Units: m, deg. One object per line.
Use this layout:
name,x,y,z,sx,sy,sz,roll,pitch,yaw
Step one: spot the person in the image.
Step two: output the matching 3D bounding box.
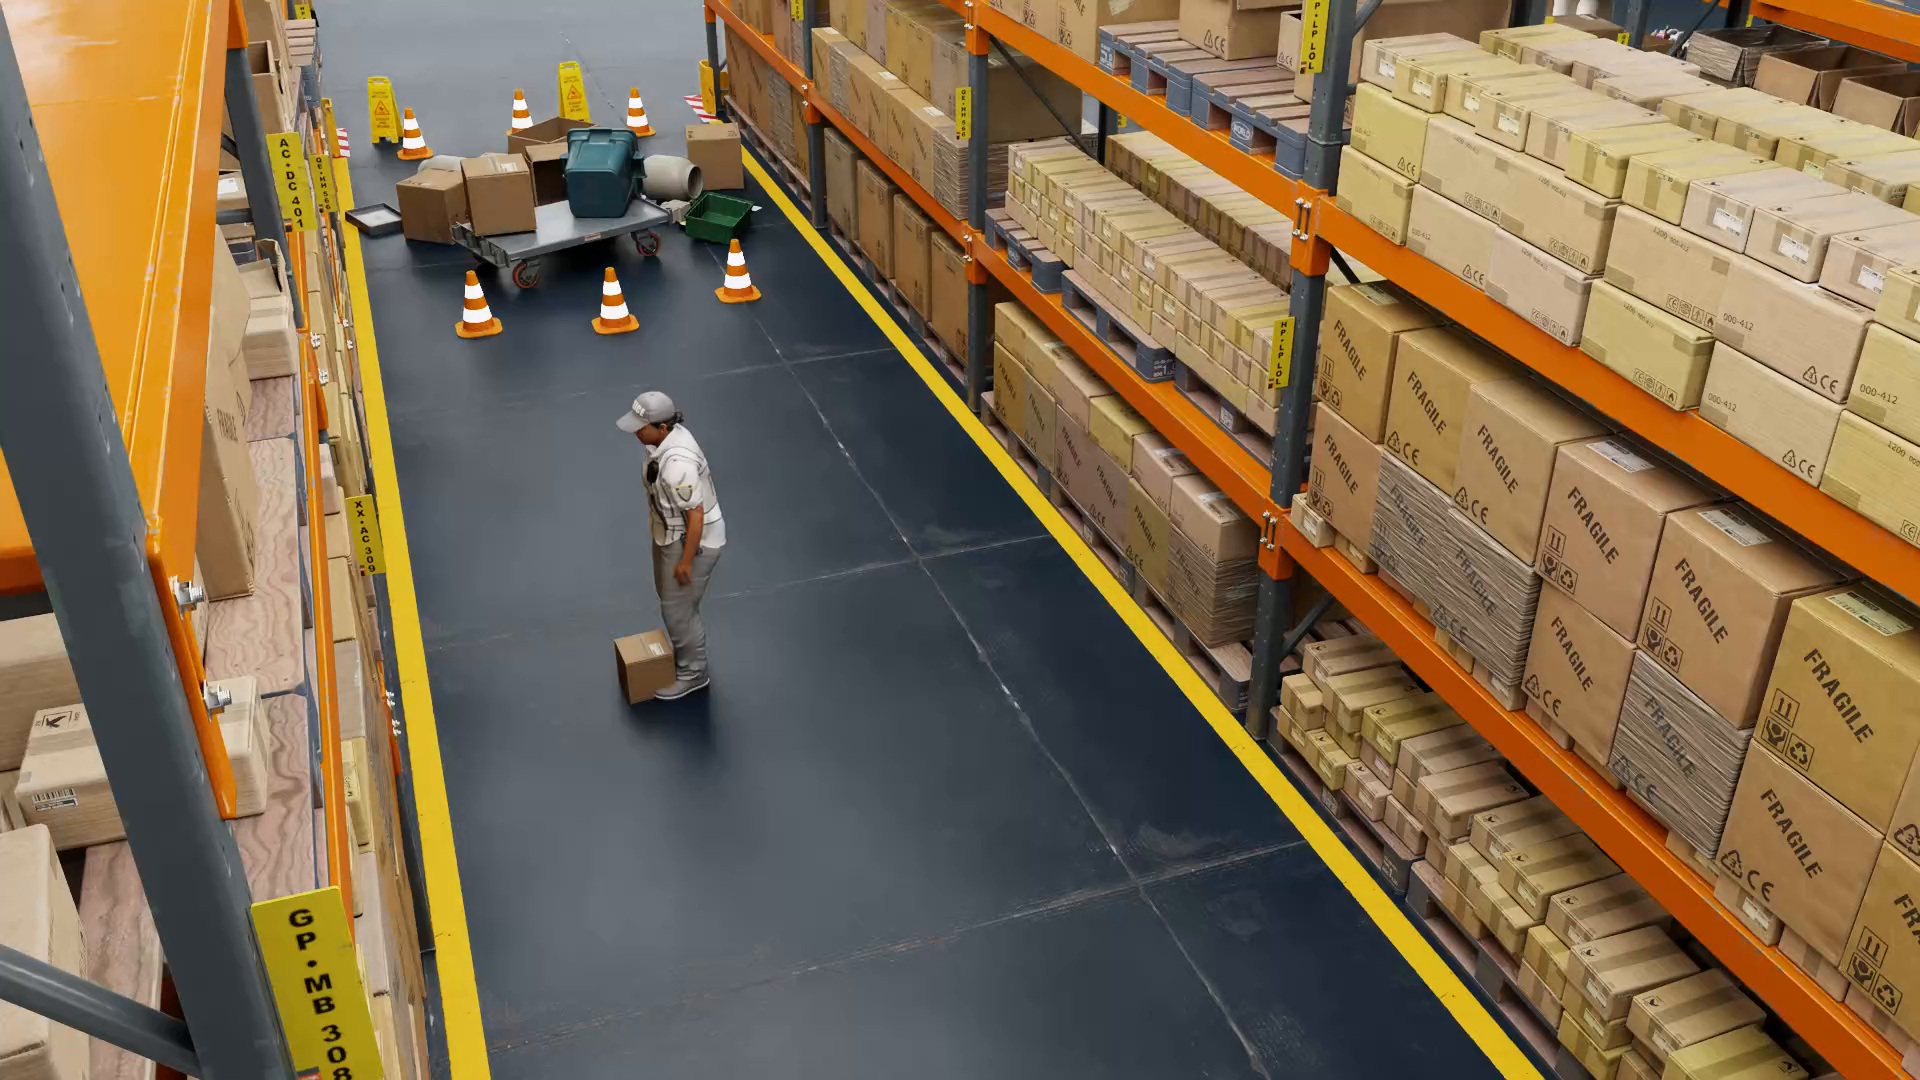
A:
person,-1.426,0.000,8.330,0.463,1.667,0.563,-12,32,-20
